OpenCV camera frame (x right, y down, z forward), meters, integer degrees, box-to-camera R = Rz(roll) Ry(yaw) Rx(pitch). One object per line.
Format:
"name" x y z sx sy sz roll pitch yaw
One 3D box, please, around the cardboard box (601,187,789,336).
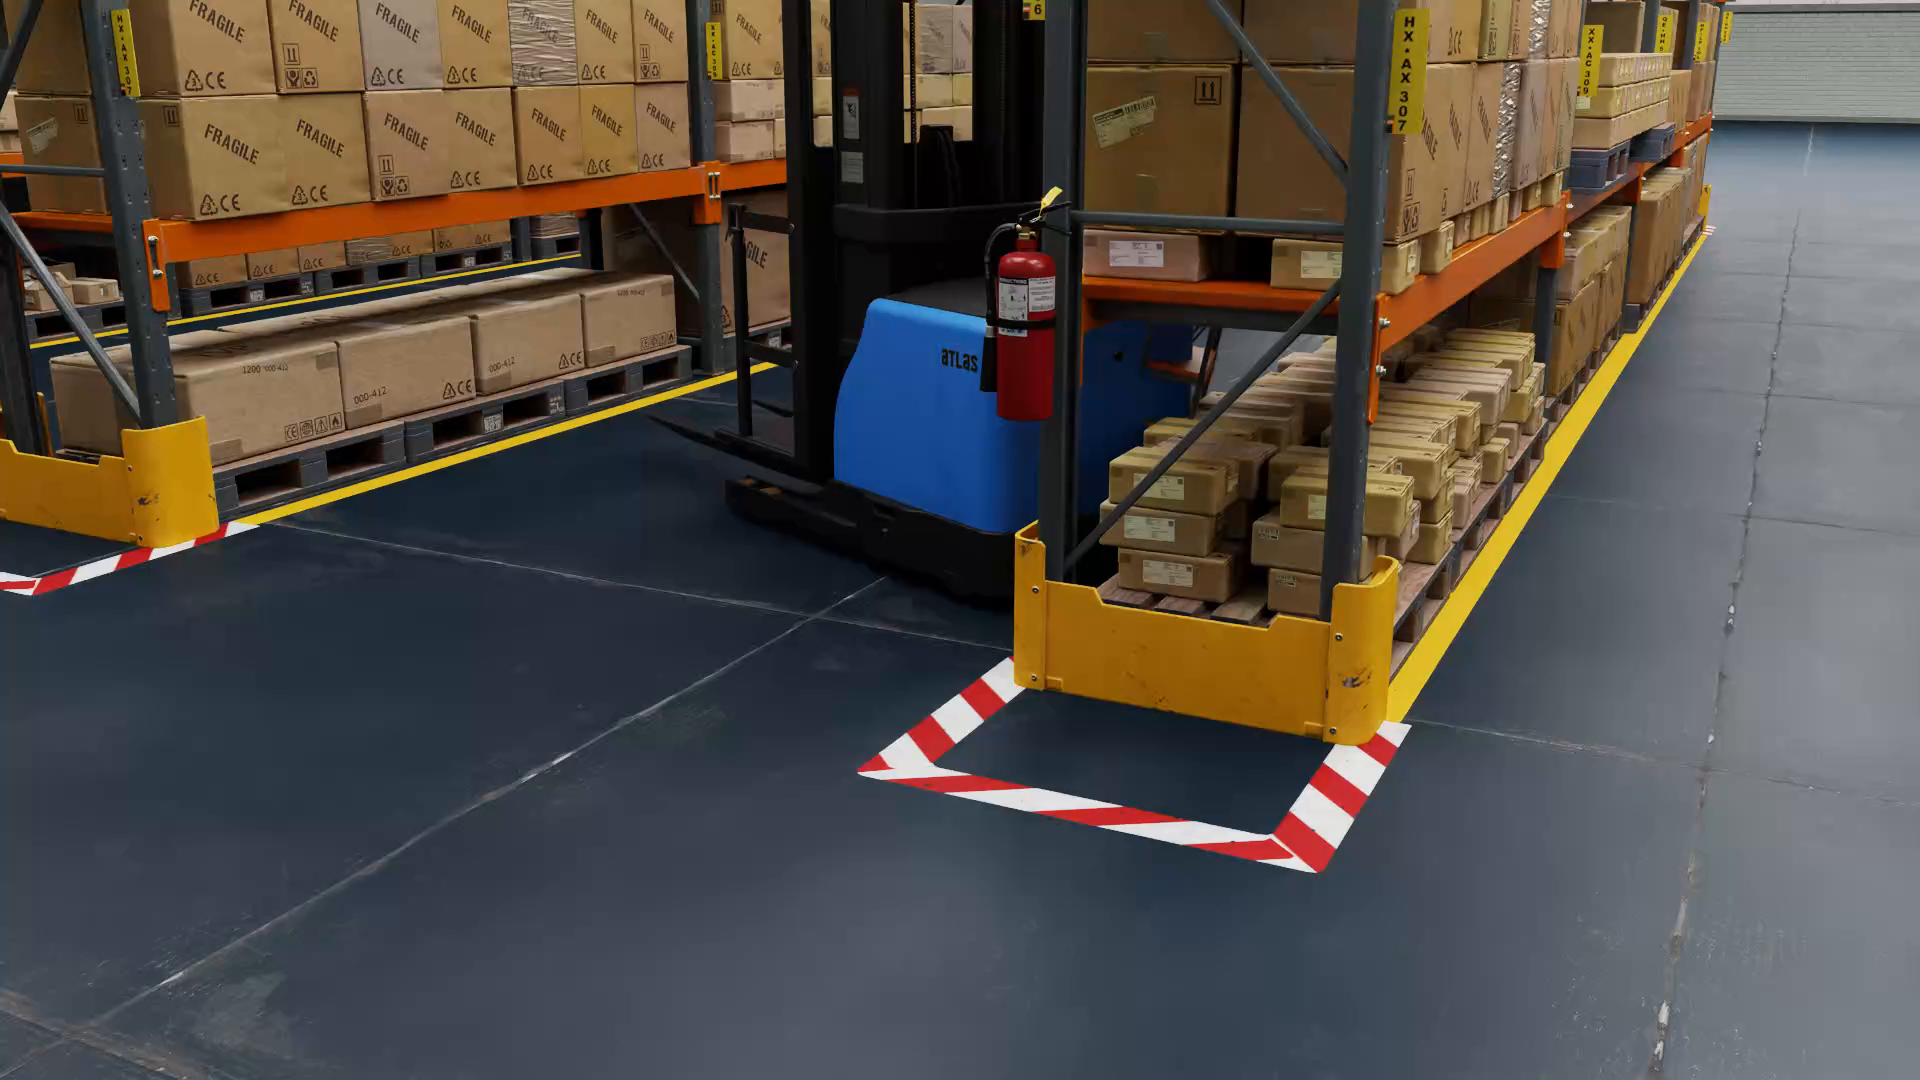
"cardboard box" -1.761 -1.890 11.112 0.875 0.875 0.875 9 19 27

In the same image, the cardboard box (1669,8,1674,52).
"cardboard box" 5.637 -4.241 14.104 0.700 0.500 0.500 8 18 24

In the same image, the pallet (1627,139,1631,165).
"pallet" 3.446 -2.352 10.012 1.003 0.211 1.213 8 18 25

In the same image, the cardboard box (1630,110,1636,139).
"cardboard box" 3.555 -2.321 9.273 0.380 0.149 0.250 7 18 23

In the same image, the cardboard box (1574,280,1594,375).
"cardboard box" 3.309 -1.227 9.540 0.500 0.500 0.500 9 19 28

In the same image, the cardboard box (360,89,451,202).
"cardboard box" -2.838 -1.913 8.022 0.500 0.500 0.500 8 18 25

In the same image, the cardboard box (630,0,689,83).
"cardboard box" -1.930 -2.911 9.624 0.500 0.500 0.500 8 18 25

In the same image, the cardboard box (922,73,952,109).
"cardboard box" -0.394 -3.439 12.718 0.500 0.250 0.500 8 18 24

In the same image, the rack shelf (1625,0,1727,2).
"rack shelf" 6.975 -5.575 16.521 1.077 0.370 4.000 8 18 25

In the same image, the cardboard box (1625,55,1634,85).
"cardboard box" 3.331 -2.479 8.762 0.380 0.149 0.250 8 18 26

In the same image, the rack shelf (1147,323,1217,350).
"rack shelf" 0.885 -0.872 6.375 0.258 0.148 0.480 15 20 10

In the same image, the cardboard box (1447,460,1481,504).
"cardboard box" 1.919 -0.239 6.830 0.380 0.149 0.250 8 18 25

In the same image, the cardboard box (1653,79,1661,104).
"cardboard box" 4.136 -2.794 10.344 0.380 0.149 0.250 8 18 25

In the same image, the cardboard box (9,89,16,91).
"cardboard box" -6.872 -3.148 12.096 0.500 0.250 0.500 8 18 25

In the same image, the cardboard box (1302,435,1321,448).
"cardboard box" 1.282 -0.393 6.826 0.380 0.149 0.250 9 19 28

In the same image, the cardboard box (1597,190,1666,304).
"cardboard box" 4.647 -2.220 12.444 1.050 0.750 0.750 8 18 25

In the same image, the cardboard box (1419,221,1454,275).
"cardboard box" 1.402 -0.968 5.456 0.380 0.149 0.250 8 18 24

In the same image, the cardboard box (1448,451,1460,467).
"cardboard box" 1.846 -0.403 6.861 0.380 0.149 0.250 9 19 28

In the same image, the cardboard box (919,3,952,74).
"cardboard box" -0.398 -3.788 12.578 0.500 0.500 0.500 8 19 26

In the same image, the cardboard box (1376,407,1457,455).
"cardboard box" 1.670 -0.402 6.336 0.380 0.149 0.250 9 19 28

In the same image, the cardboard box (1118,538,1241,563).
"cardboard box" 0.793 0.011 5.990 0.380 0.149 0.250 9 19 27

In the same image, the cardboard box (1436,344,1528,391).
"cardboard box" 2.397 -0.796 7.662 0.380 0.149 0.250 8 18 25

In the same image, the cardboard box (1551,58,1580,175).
"cardboard box" 2.544 -1.966 7.677 0.500 0.500 0.500 8 18 25

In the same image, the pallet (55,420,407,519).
"pallet" -3.467 -0.397 7.989 1.003 0.211 1.213 8 18 25

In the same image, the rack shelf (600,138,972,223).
"rack shelf" -1.073 -2.703 12.121 1.077 0.370 4.000 8 18 25

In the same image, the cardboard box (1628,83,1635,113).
"cardboard box" 3.439 -2.398 9.012 0.380 0.149 0.250 7 18 23

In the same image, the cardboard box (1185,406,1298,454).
"cardboard box" 1.068 -0.399 6.326 0.380 0.149 0.250 7 18 23

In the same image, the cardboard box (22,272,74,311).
"cardboard box" -6.554 -1.790 11.846 0.396 0.266 0.258 9 19 27

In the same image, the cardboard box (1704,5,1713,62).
"cardboard box" 7.013 -5.063 16.641 0.875 0.550 0.500 8 18 25

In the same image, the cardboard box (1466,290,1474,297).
"cardboard box" 2.614 -1.519 9.206 0.500 0.250 0.500 8 18 24

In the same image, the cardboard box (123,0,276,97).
"cardboard box" -3.285 -2.133 7.006 0.500 0.500 0.500 8 18 24

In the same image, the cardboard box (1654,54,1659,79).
"cardboard box" 4.025 -2.877 10.101 0.380 0.149 0.250 8 18 25

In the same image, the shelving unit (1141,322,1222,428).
"shelving unit" 0.813 -0.510 6.510 0.258 1.200 0.503 15 20 10

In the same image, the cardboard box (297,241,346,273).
"cardboard box" -5.535 -2.530 13.928 0.500 0.500 0.500 8 18 24

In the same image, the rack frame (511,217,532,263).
"rack frame" -4.621 -4.188 15.857 1.000 3.000 0.127 8 18 25

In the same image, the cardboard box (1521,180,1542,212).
"cardboard box" 2.398 -1.572 7.489 0.380 0.149 0.250 9 19 28

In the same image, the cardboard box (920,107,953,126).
"cardboard box" -0.387 -3.192 12.765 0.500 0.250 0.500 8 19 26

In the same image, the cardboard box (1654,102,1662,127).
"cardboard box" 4.258 -2.722 10.623 0.380 0.149 0.250 8 19 26

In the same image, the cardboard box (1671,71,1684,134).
"cardboard box" 5.636 -3.596 13.687 0.500 0.500 0.500 8 18 26

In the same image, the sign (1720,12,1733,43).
"sign" 8.348 -5.587 18.118 0.100 0.325 0.005 8 18 25

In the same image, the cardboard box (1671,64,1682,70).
"cardboard box" 6.236 -4.140 15.431 0.875 0.550 0.550 8 18 25

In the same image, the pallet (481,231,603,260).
"pallet" -4.219 -3.056 16.943 1.003 0.211 1.213 8 18 25

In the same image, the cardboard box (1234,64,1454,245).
"cardboard box" 1.167 -1.186 5.050 0.500 0.500 0.500 9 19 28

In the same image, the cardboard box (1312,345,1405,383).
"cardboard box" 1.827 -0.791 7.642 0.380 0.149 0.250 8 18 24

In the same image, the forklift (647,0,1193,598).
"forklift" -0.387 -1.546 7.083 1.130 2.935 3.031 -13 21 -36

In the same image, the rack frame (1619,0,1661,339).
"rack frame" 4.294 -2.954 11.700 1.000 3.000 0.127 8 18 25

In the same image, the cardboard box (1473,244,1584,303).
"cardboard box" 3.074 -1.452 8.980 0.500 0.250 0.500 7 18 23

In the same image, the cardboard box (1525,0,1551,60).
"cardboard box" 2.071 -2.189 6.673 0.500 0.500 0.500 9 19 27

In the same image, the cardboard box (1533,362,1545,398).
"cardboard box" 2.651 -0.791 8.167 0.380 0.149 0.250 9 19 26

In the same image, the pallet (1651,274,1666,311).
"pallet" 5.260 -2.118 13.783 1.003 0.211 1.213 8 18 25
